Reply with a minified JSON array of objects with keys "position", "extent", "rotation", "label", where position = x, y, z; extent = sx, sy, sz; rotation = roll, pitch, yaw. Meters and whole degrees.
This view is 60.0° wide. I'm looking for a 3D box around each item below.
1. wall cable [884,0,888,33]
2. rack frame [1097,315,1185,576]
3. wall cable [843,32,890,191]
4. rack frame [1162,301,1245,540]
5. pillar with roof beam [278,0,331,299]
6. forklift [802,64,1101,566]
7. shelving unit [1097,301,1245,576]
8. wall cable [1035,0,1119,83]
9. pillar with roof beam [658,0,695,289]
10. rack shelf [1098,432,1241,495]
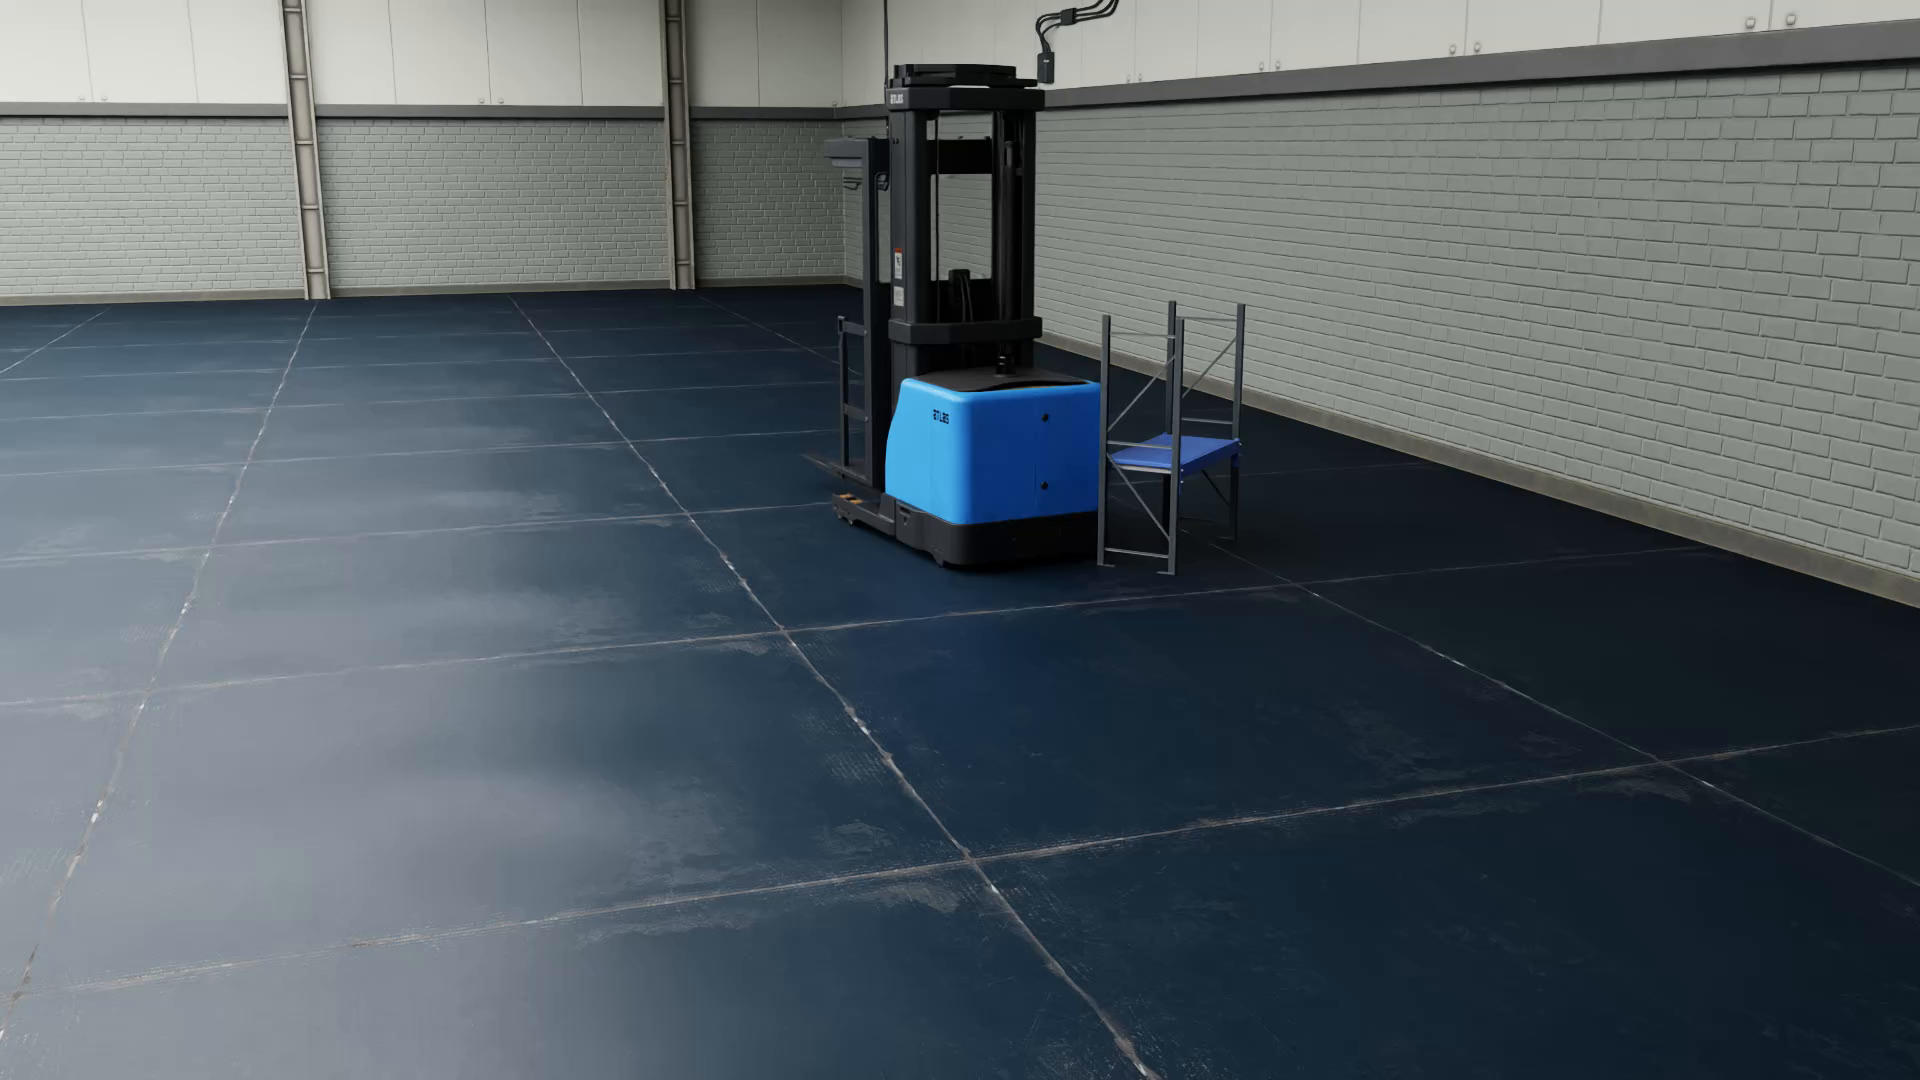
[{"position":[-0.799,-9.080,25.168],"extent":[0.112,2.526,3.097],"rotation":[-4,14,-18],"label":"wall cable"},{"position":[1.051,-0.552,9.723],"extent":[0.500,1.500,0.032],"rotation":[7,15,28],"label":"rack frame"},{"position":[-1.662,-7.217,28.247],"extent":[0.112,2.526,3.097],"rotation":[-4,14,-18],"label":"wall cable"},{"position":[1.544,-0.758,10.588],"extent":[0.500,1.500,0.032],"rotation":[7,15,28],"label":"rack frame"},{"position":[-9.190,-7.413,22.361],"extent":[0.400,9.000,9.100],"rotation":[-4,14,-18],"label":"pillar with roof beam"},{"position":[-0.211,-1.570,10.909],"extent":[1.130,2.935,3.031],"rotation":[-6,15,-25],"label":"forklift"},{"position":[1.298,-0.655,10.155],"extent":[0.538,1.500,1.048],"rotation":[7,15,28],"label":"shelving unit"},{"position":[1.351,-8.299,18.735],"extent":[0.169,6.003,2.305],"rotation":[-4,14,-18],"label":"wall cable"},{"position":[-3.503,-7.856,24.223],"extent":[0.400,9.000,9.100],"rotation":[-4,14,-18],"label":"pillar with roof beam"},{"position":[1.298,-0.480,10.197],"extent":[0.538,0.185,1.000],"rotation":[7,15,28],"label":"rack shelf"}]
